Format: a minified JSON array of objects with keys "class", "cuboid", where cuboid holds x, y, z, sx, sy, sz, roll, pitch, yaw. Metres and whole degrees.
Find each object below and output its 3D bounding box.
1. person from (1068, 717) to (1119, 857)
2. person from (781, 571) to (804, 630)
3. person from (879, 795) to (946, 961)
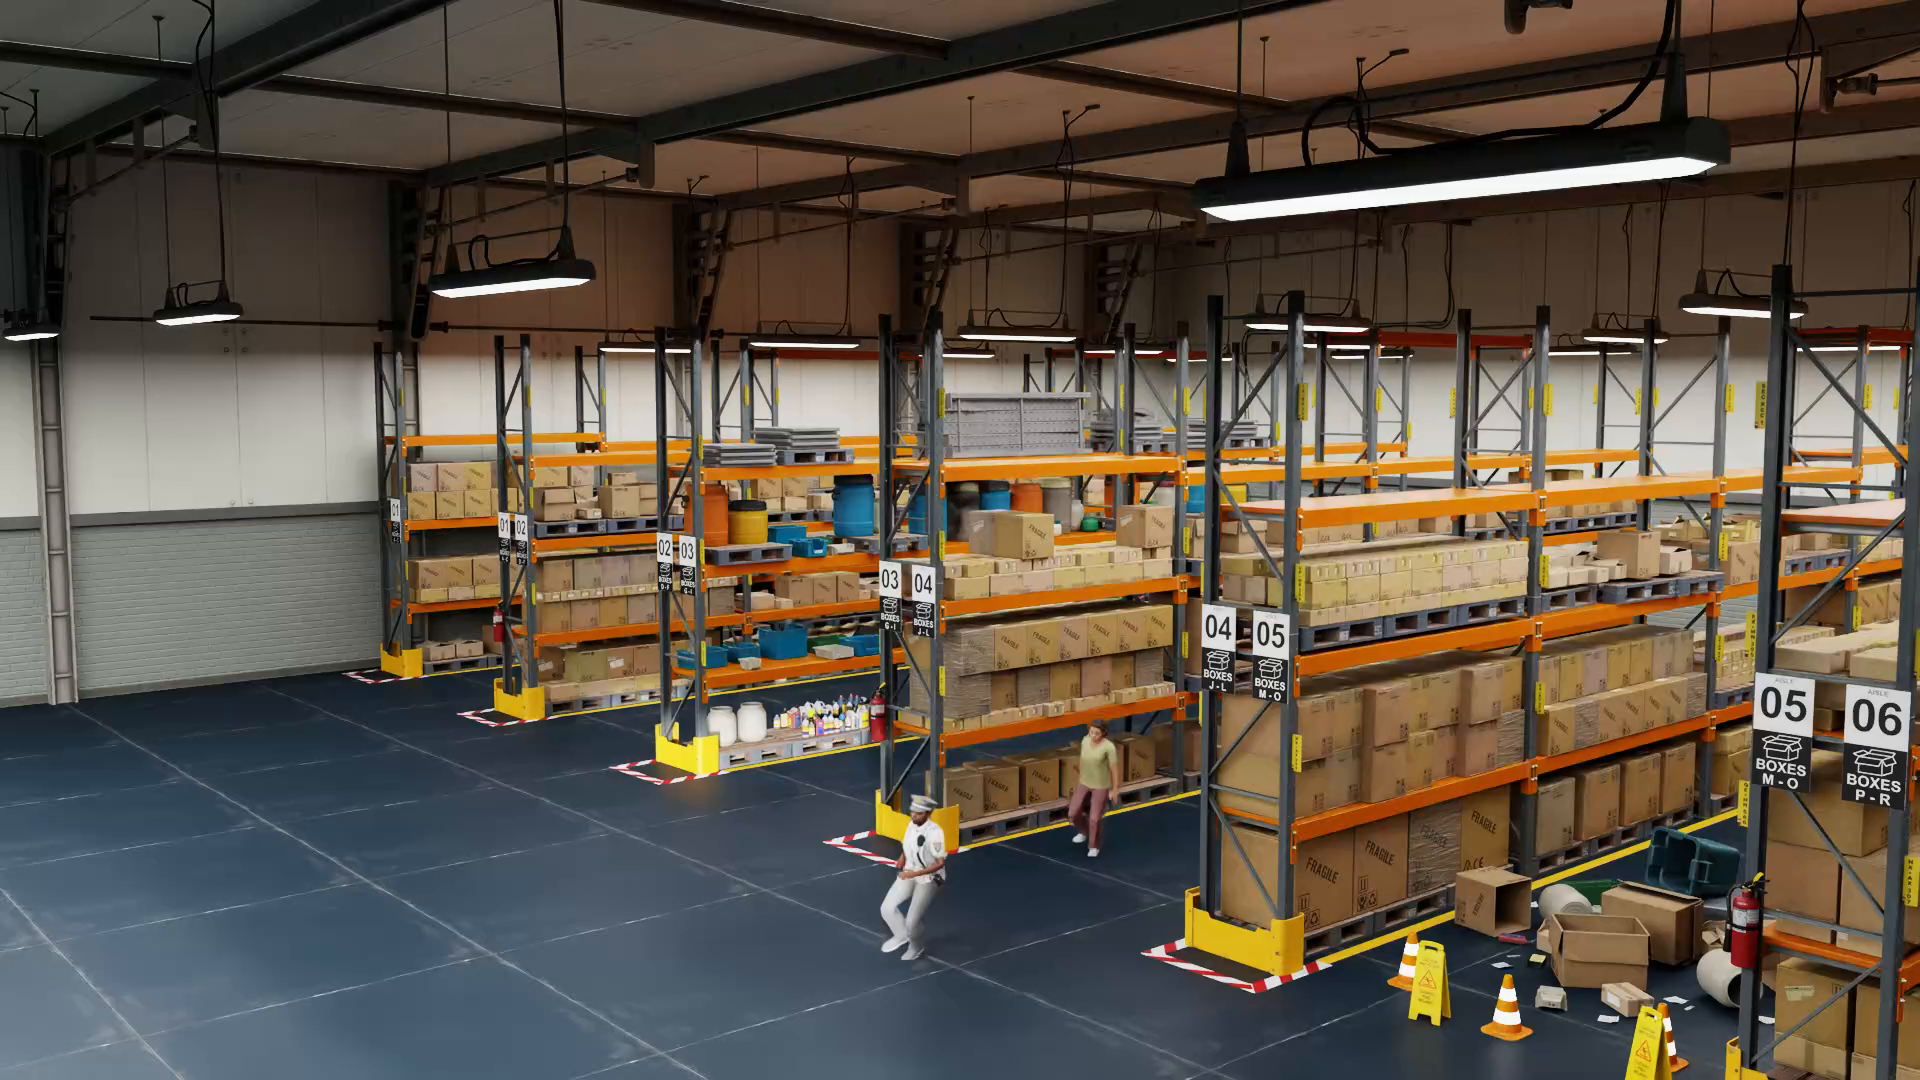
[{"class":"person","cuboid":[1.496,2.695,18.296,0.698,1.598,0.593,3,6,33]},{"class":"person","cuboid":[-3.328,1.325,32.974,0.702,1.694,0.700,4,6,35]},{"class":"person","cuboid":[-0.434,3.046,14.893,0.761,1.608,0.630,4,7,37]}]
